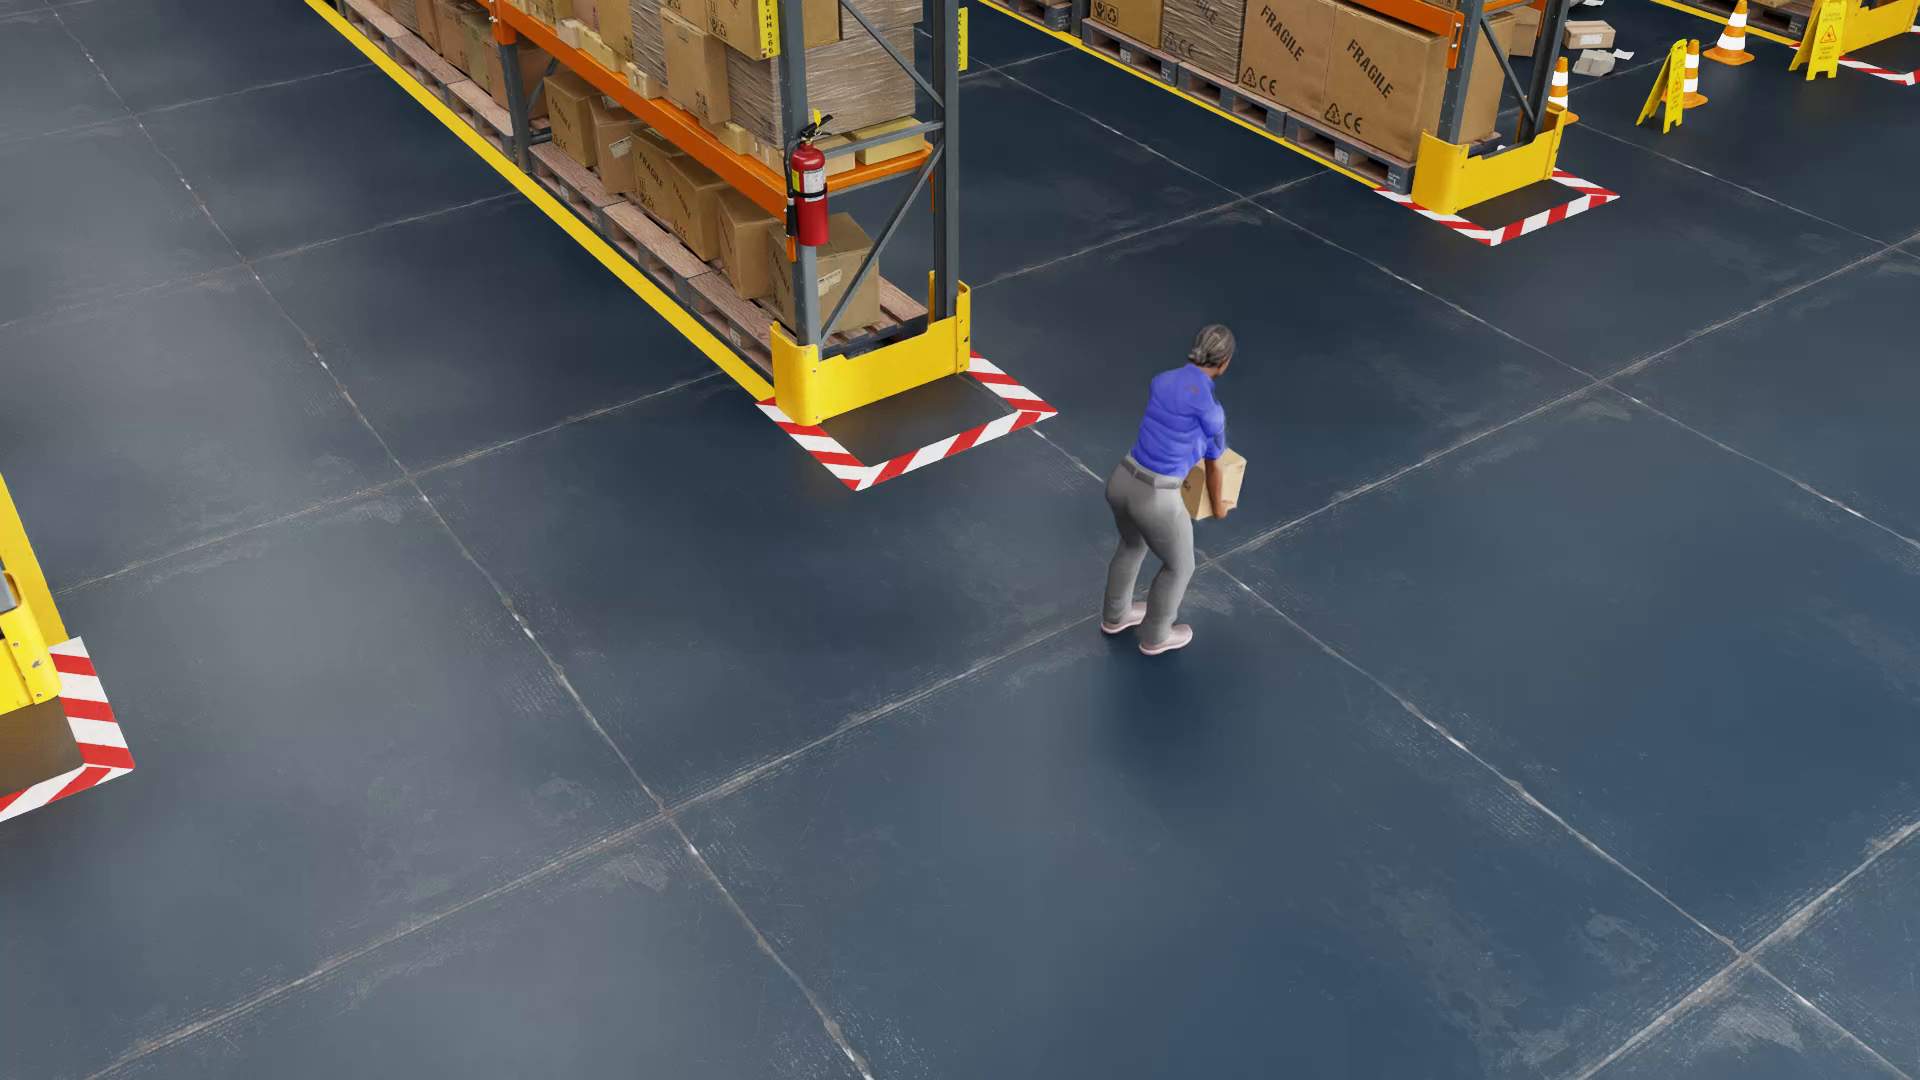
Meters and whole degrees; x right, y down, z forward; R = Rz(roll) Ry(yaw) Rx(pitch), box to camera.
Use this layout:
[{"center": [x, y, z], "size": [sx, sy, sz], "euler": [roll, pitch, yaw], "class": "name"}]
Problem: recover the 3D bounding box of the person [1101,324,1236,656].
[{"center": [0.928, -0.206, 7.380], "size": [0.595, 1.551, 0.406], "euler": [-24, 43, -28], "class": "person"}]
